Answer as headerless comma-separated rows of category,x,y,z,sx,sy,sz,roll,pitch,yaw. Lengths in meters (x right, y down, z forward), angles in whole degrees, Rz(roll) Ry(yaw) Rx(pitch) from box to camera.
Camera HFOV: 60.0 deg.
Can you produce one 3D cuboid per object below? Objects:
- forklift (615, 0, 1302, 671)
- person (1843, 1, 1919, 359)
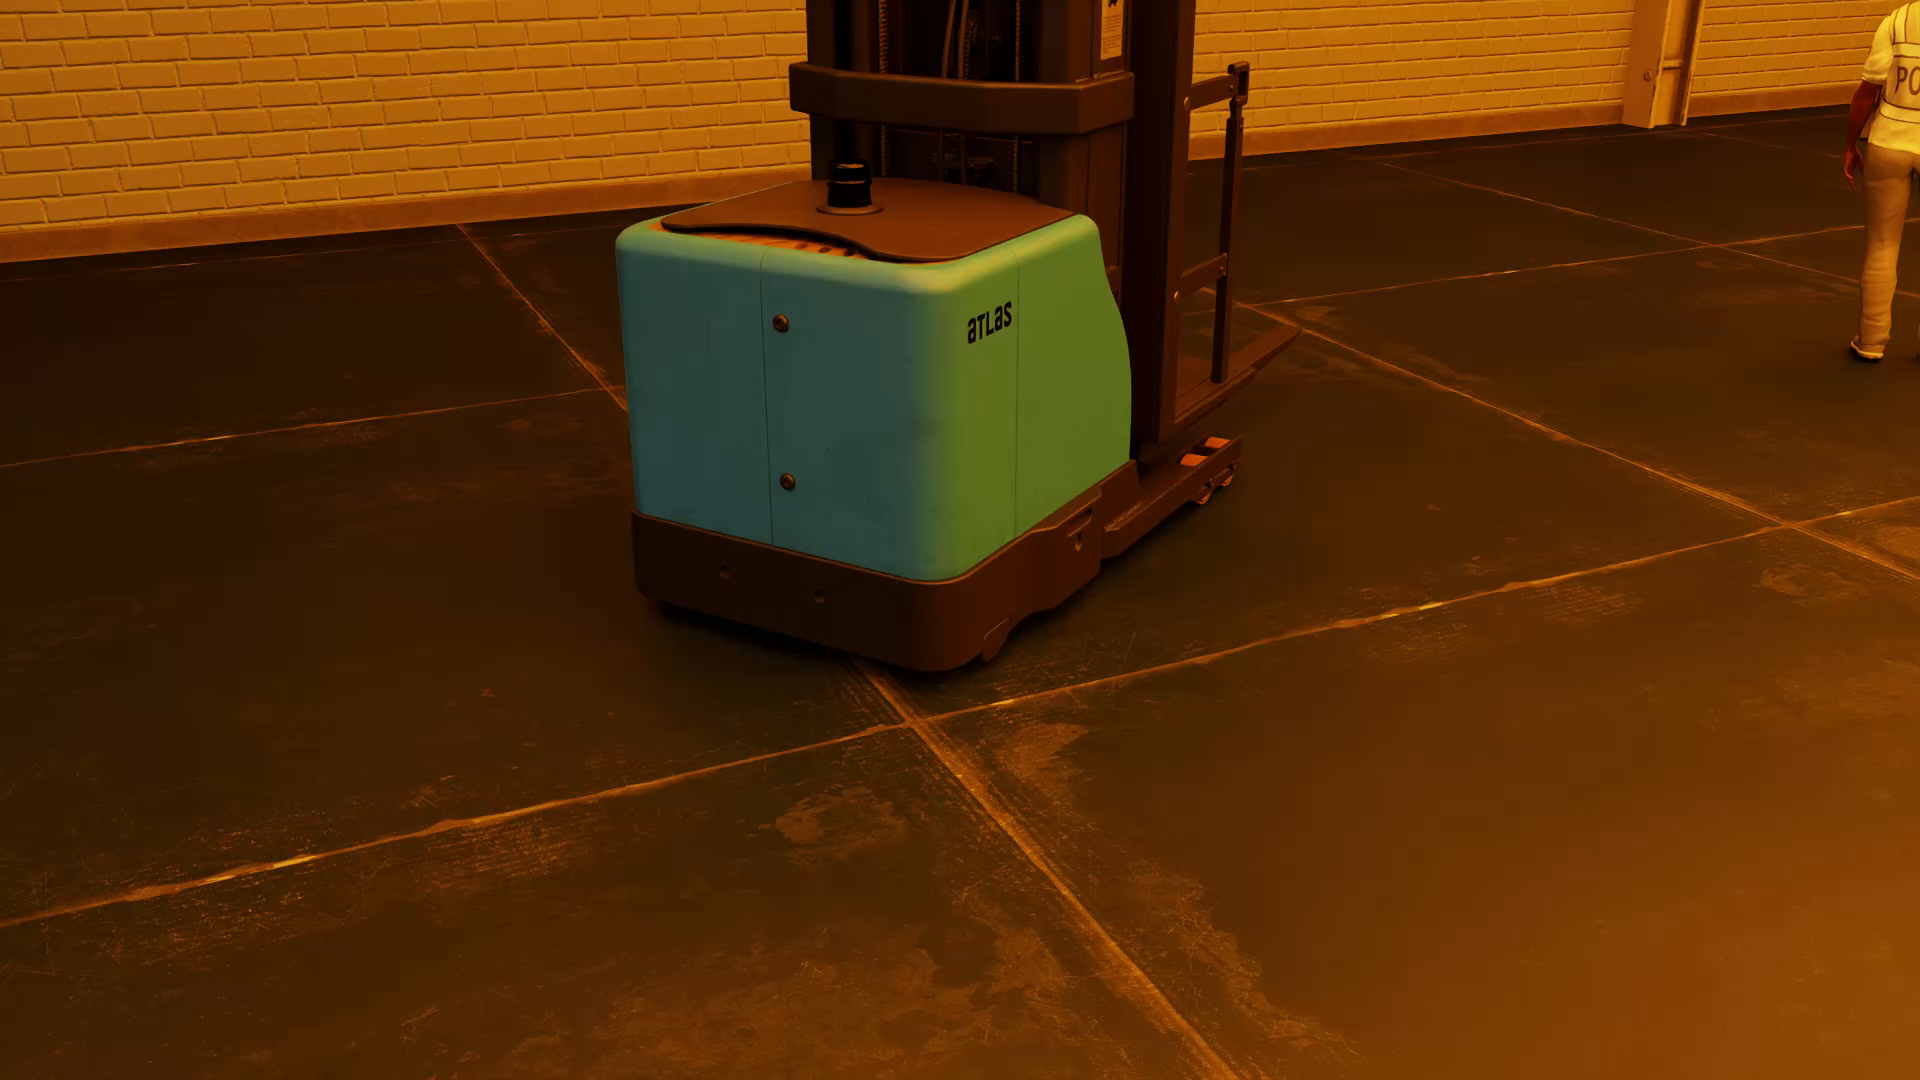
forklift,0.285,-1.547,5.010,1.130,2.935,3.031,13,26,28
person,3.839,-1.556,6.623,0.570,1.695,0.530,13,26,29
